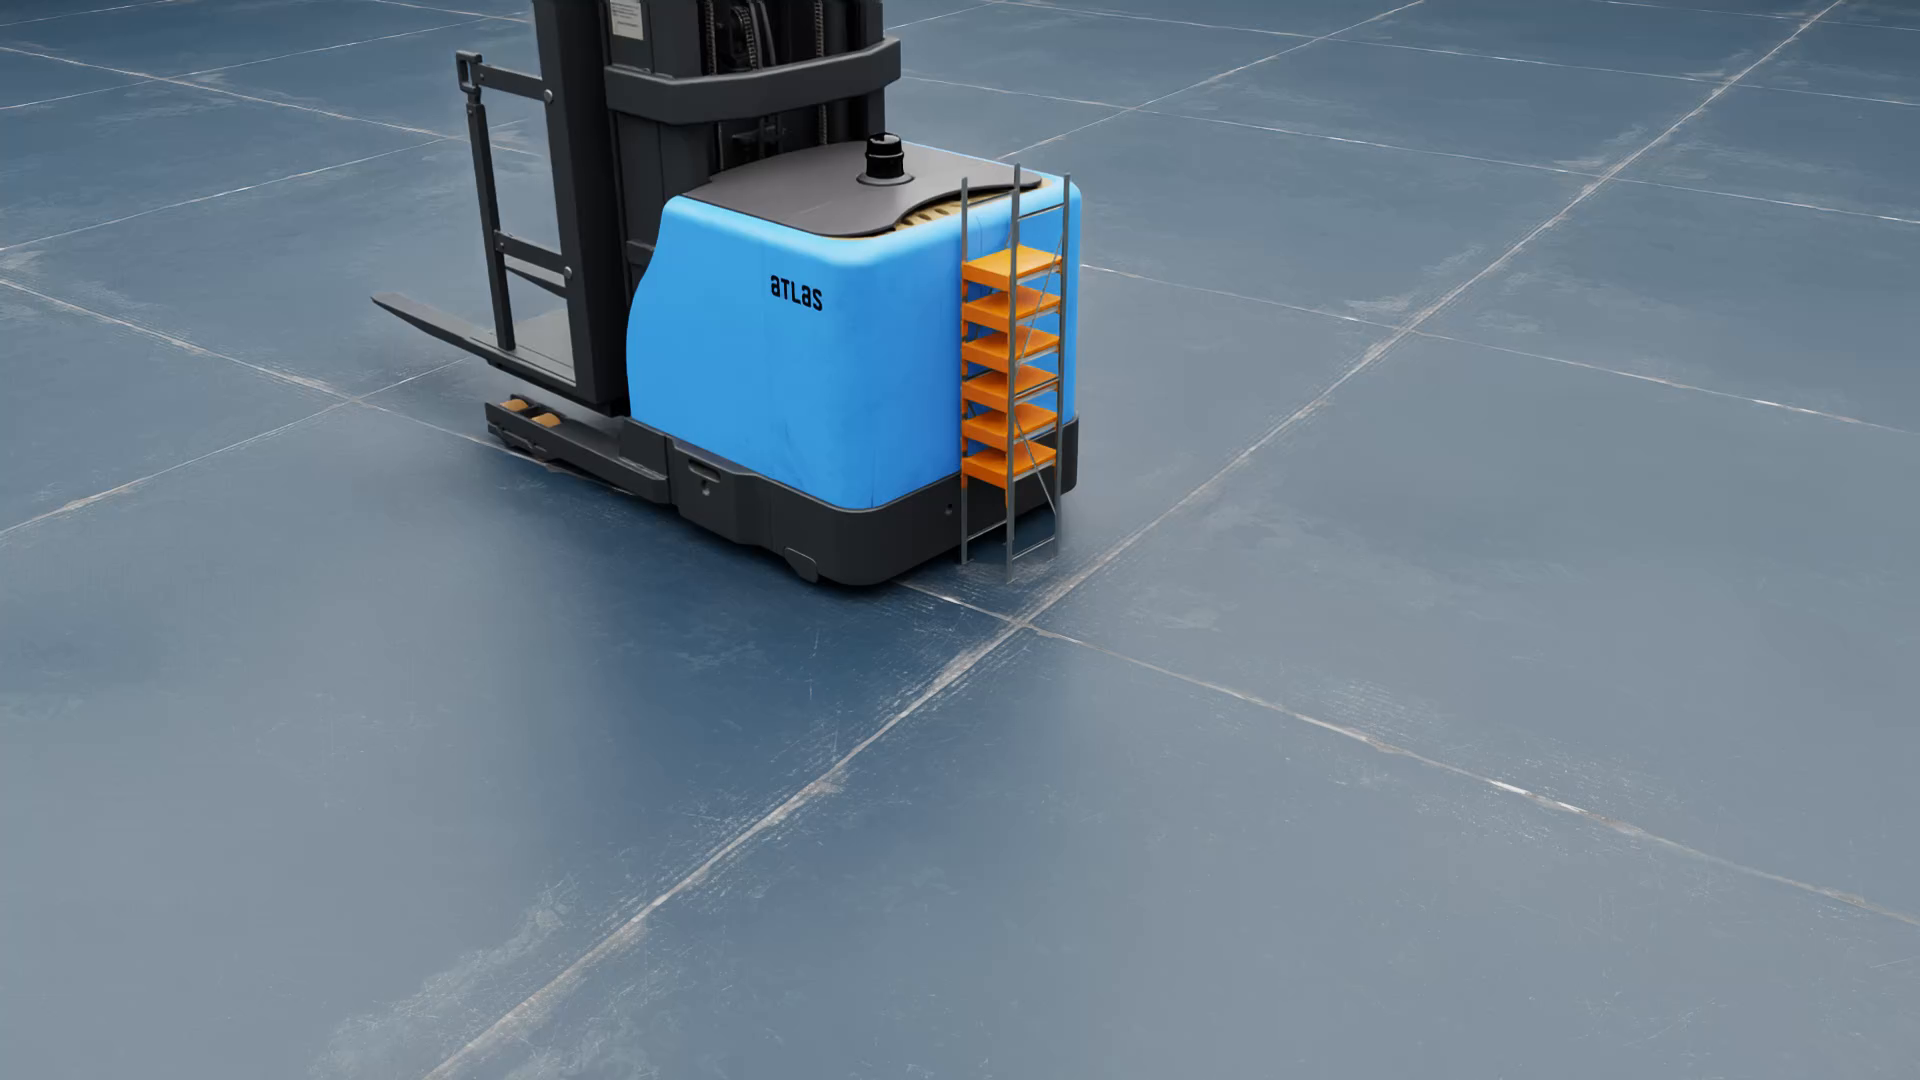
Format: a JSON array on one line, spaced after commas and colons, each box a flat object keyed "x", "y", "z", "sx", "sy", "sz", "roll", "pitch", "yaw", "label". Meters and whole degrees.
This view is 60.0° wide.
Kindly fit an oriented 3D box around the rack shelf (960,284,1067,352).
[{"x": 0.154, "y": -0.641, "z": 4.755, "sx": 0.180, "sy": 0.103, "sz": 0.258, "roll": 23, "pitch": 35, "yaw": 37, "label": "rack shelf"}]

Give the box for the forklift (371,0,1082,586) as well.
[{"x": -1.037, "y": -1.731, "z": 5.420, "sx": 3.031, "sy": 2.935, "sz": 1.130, "roll": 23, "pitch": 35, "yaw": 37, "label": "forklift"}]

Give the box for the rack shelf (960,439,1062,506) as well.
[{"x": 0.154, "y": -0.213, "z": 4.973, "sx": 0.180, "sy": 0.103, "sz": 0.258, "roll": 23, "pitch": 35, "yaw": 37, "label": "rack shelf"}]

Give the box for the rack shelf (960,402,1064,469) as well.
[{"x": 0.154, "y": -0.320, "z": 4.918, "sx": 0.180, "sy": 0.103, "sz": 0.258, "roll": 23, "pitch": 35, "yaw": 37, "label": "rack shelf"}]

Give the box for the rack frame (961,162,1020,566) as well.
[{"x": 0.087, "y": -0.495, "z": 4.899, "sx": 0.006, "sy": 1.200, "sz": 0.240, "roll": 23, "pitch": 35, "yaw": 37, "label": "rack frame"}]

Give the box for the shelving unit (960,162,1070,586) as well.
[{"x": 0.154, "y": -0.466, "z": 4.844, "sx": 0.189, "sy": 1.200, "sz": 0.258, "roll": 23, "pitch": 35, "yaw": 37, "label": "shelving unit"}]

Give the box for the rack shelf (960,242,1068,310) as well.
[{"x": 0.154, "y": -0.748, "z": 4.701, "sx": 0.180, "sy": 0.103, "sz": 0.258, "roll": 23, "pitch": 35, "yaw": 37, "label": "rack shelf"}]

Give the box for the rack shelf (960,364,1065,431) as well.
[{"x": 0.154, "y": -0.427, "z": 4.864, "sx": 0.180, "sy": 0.103, "sz": 0.258, "roll": 23, "pitch": 35, "yaw": 37, "label": "rack shelf"}]

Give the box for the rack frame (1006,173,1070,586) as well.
[{"x": 0.221, "y": -0.438, "z": 4.788, "sx": 0.006, "sy": 1.200, "sz": 0.240, "roll": 23, "pitch": 35, "yaw": 37, "label": "rack frame"}]

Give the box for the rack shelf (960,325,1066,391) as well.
[{"x": 0.154, "y": -0.534, "z": 4.809, "sx": 0.180, "sy": 0.103, "sz": 0.258, "roll": 23, "pitch": 35, "yaw": 37, "label": "rack shelf"}]
